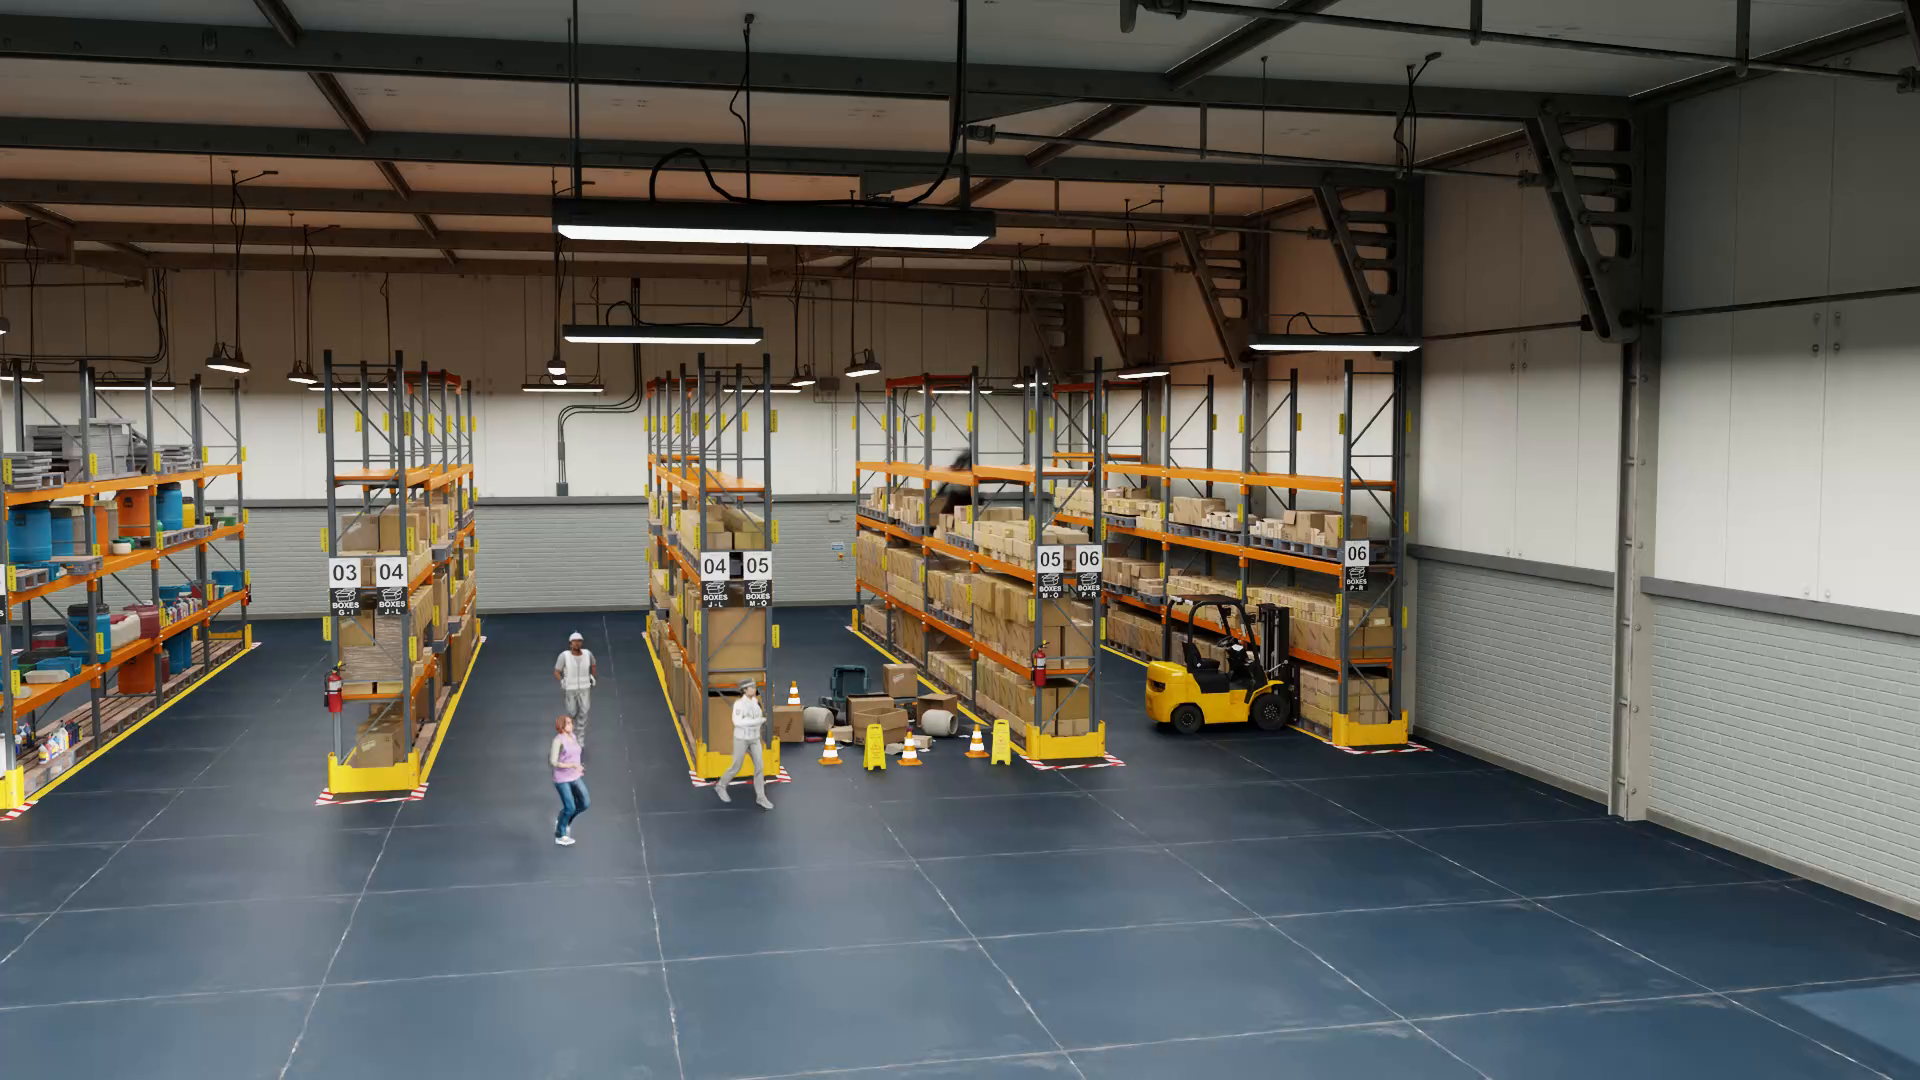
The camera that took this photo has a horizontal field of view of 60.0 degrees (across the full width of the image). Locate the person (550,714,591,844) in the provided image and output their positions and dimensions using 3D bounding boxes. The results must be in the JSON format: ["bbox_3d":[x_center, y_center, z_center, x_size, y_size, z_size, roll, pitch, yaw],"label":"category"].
[{"bbox_3d":[-4.611,2.843,19.732,0.532,1.556,0.525,2,4,26],"label":"person"}]

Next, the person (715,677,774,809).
[{"bbox_3d":[-2.793,2.620,21.727,0.914,1.695,0.610,3,5,36],"label":"person"}]

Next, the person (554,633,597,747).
[{"bbox_3d":[-5.983,2.323,25.976,0.679,1.754,0.803,-2,4,-24],"label":"person"}]
